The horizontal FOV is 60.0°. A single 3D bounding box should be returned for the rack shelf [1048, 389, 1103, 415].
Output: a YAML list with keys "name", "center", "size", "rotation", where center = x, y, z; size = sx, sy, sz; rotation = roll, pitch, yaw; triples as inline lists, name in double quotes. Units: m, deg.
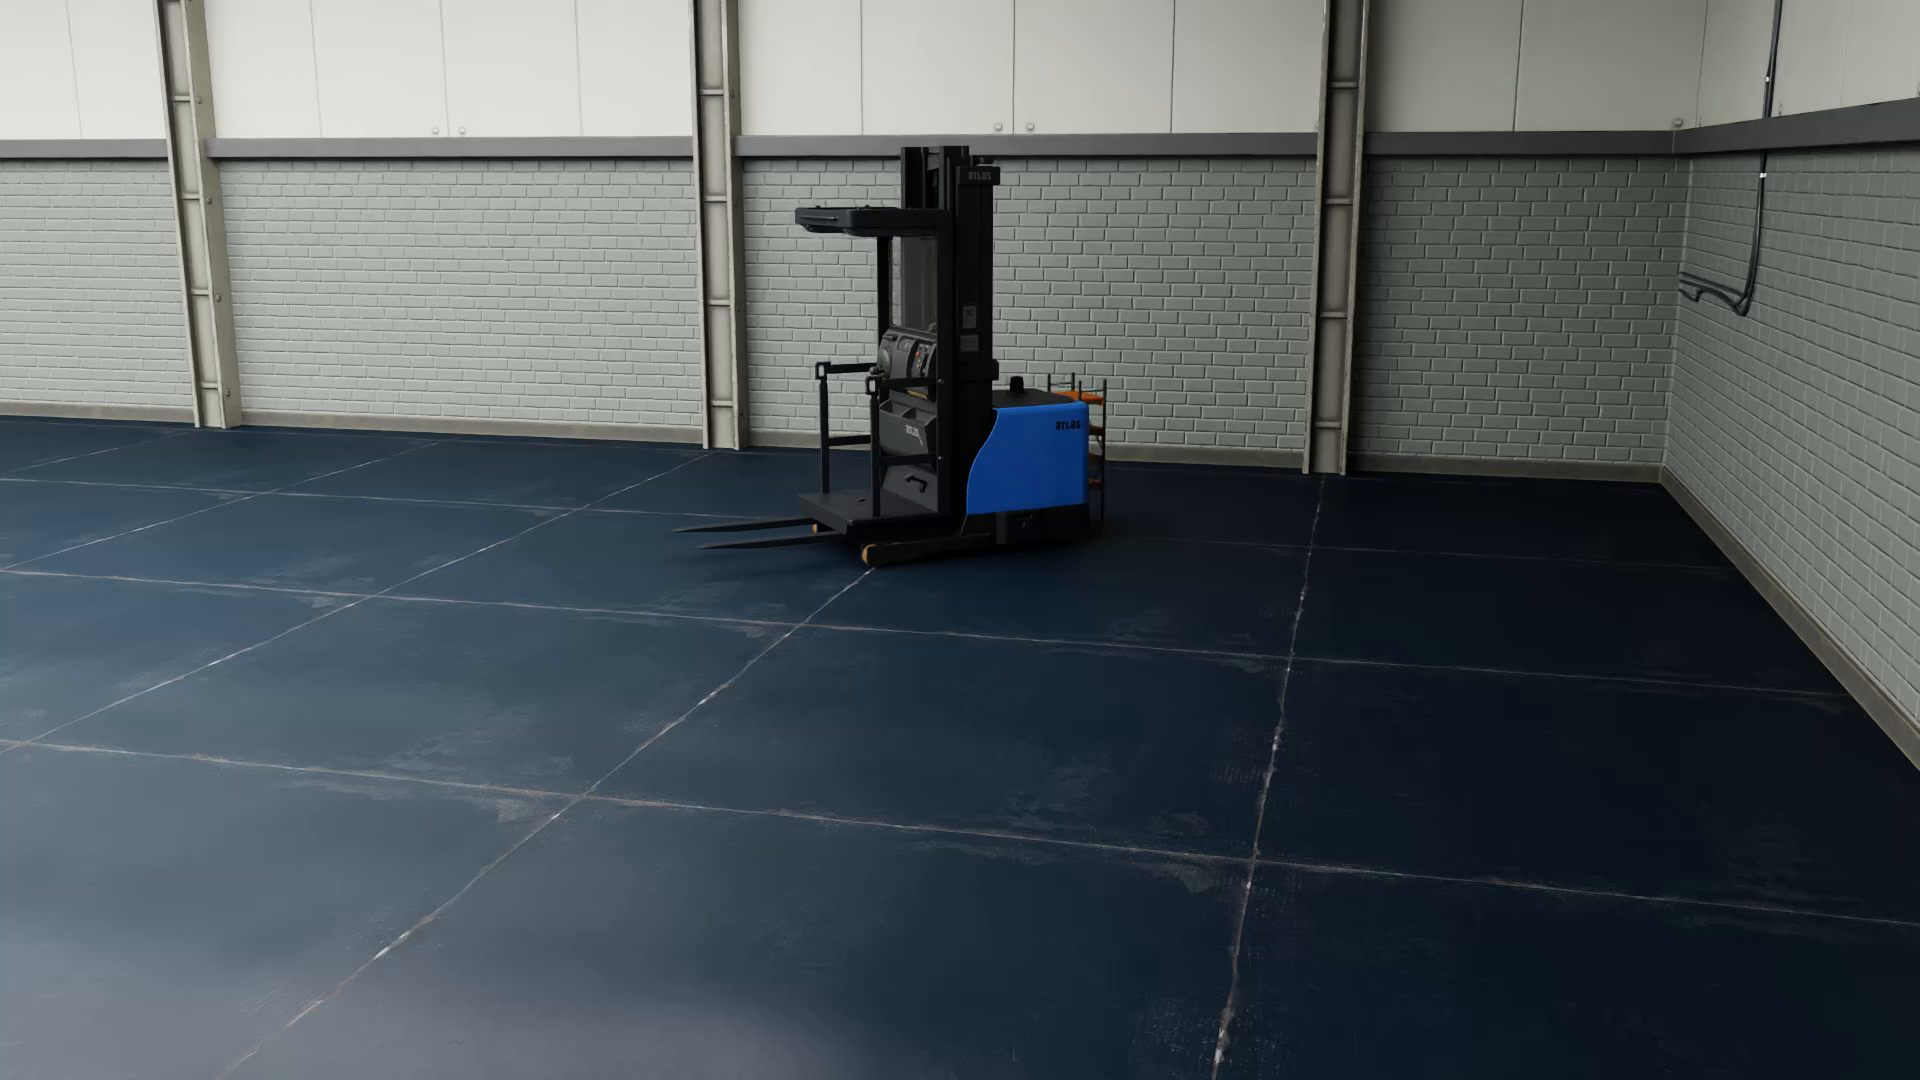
- name: "rack shelf"
  center: [0.906, -1.067, 12.958]
  size: [0.258, 0.148, 0.480]
  rotation: [-6, 14, -26]

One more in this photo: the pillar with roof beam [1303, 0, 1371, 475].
- name: "pillar with roof beam"
  center: [2.402, -4.134, 10.591]
  size: [0.400, 9.000, 9.100]
  rotation: [3, 13, 14]

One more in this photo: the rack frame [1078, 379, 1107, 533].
- name: "rack frame"
  center: [1.014, -0.636, 12.830]
  size: [0.240, 1.200, 0.015]
  rotation: [-6, 14, -26]

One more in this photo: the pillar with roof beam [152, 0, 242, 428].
- name: "pillar with roof beam"
  center: [-9.249, -4.757, 13.398]
  size: [0.400, 9.000, 9.100]
  rotation: [3, 13, 14]

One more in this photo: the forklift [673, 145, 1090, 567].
- name: "forklift"
  center: [-0.575, -1.366, 12.125]
  size: [3.031, 2.935, 1.130]
  rotation: [-6, 14, -25]

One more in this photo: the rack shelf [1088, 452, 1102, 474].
- name: "rack shelf"
  center: [0.906, -0.618, 13.058]
  size: [0.258, 0.148, 0.480]
  rotation: [-6, 14, -26]

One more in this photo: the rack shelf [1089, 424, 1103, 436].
- name: "rack shelf"
  center: [0.906, -0.836, 13.010]
  size: [0.258, 0.148, 0.480]
  rotation: [-6, 14, -26]

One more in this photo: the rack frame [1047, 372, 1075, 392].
- name: "rack frame"
  center: [0.798, -0.731, 13.257]
  size: [0.240, 1.200, 0.015]
  rotation: [-6, 14, -26]

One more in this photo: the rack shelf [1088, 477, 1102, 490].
- name: "rack shelf"
  center: [0.906, -0.424, 13.101]
  size: [0.258, 0.148, 0.480]
  rotation: [-6, 14, -26]

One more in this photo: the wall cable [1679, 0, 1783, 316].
- name: "wall cable"
  center: [5.976, -3.092, 13.065]
  size: [0.112, 2.526, 3.097]
  rotation: [3, 13, 14]

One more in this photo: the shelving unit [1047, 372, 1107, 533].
- name: "shelving unit"
  center: [0.906, -0.683, 13.044]
  size: [0.258, 1.200, 0.503]
  rotation: [-6, 14, -26]

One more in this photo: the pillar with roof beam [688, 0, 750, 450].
- name: "pillar with roof beam"
  center: [-3.424, -4.445, 11.994]
  size: [0.400, 9.000, 9.100]
  rotation: [3, 13, 14]
